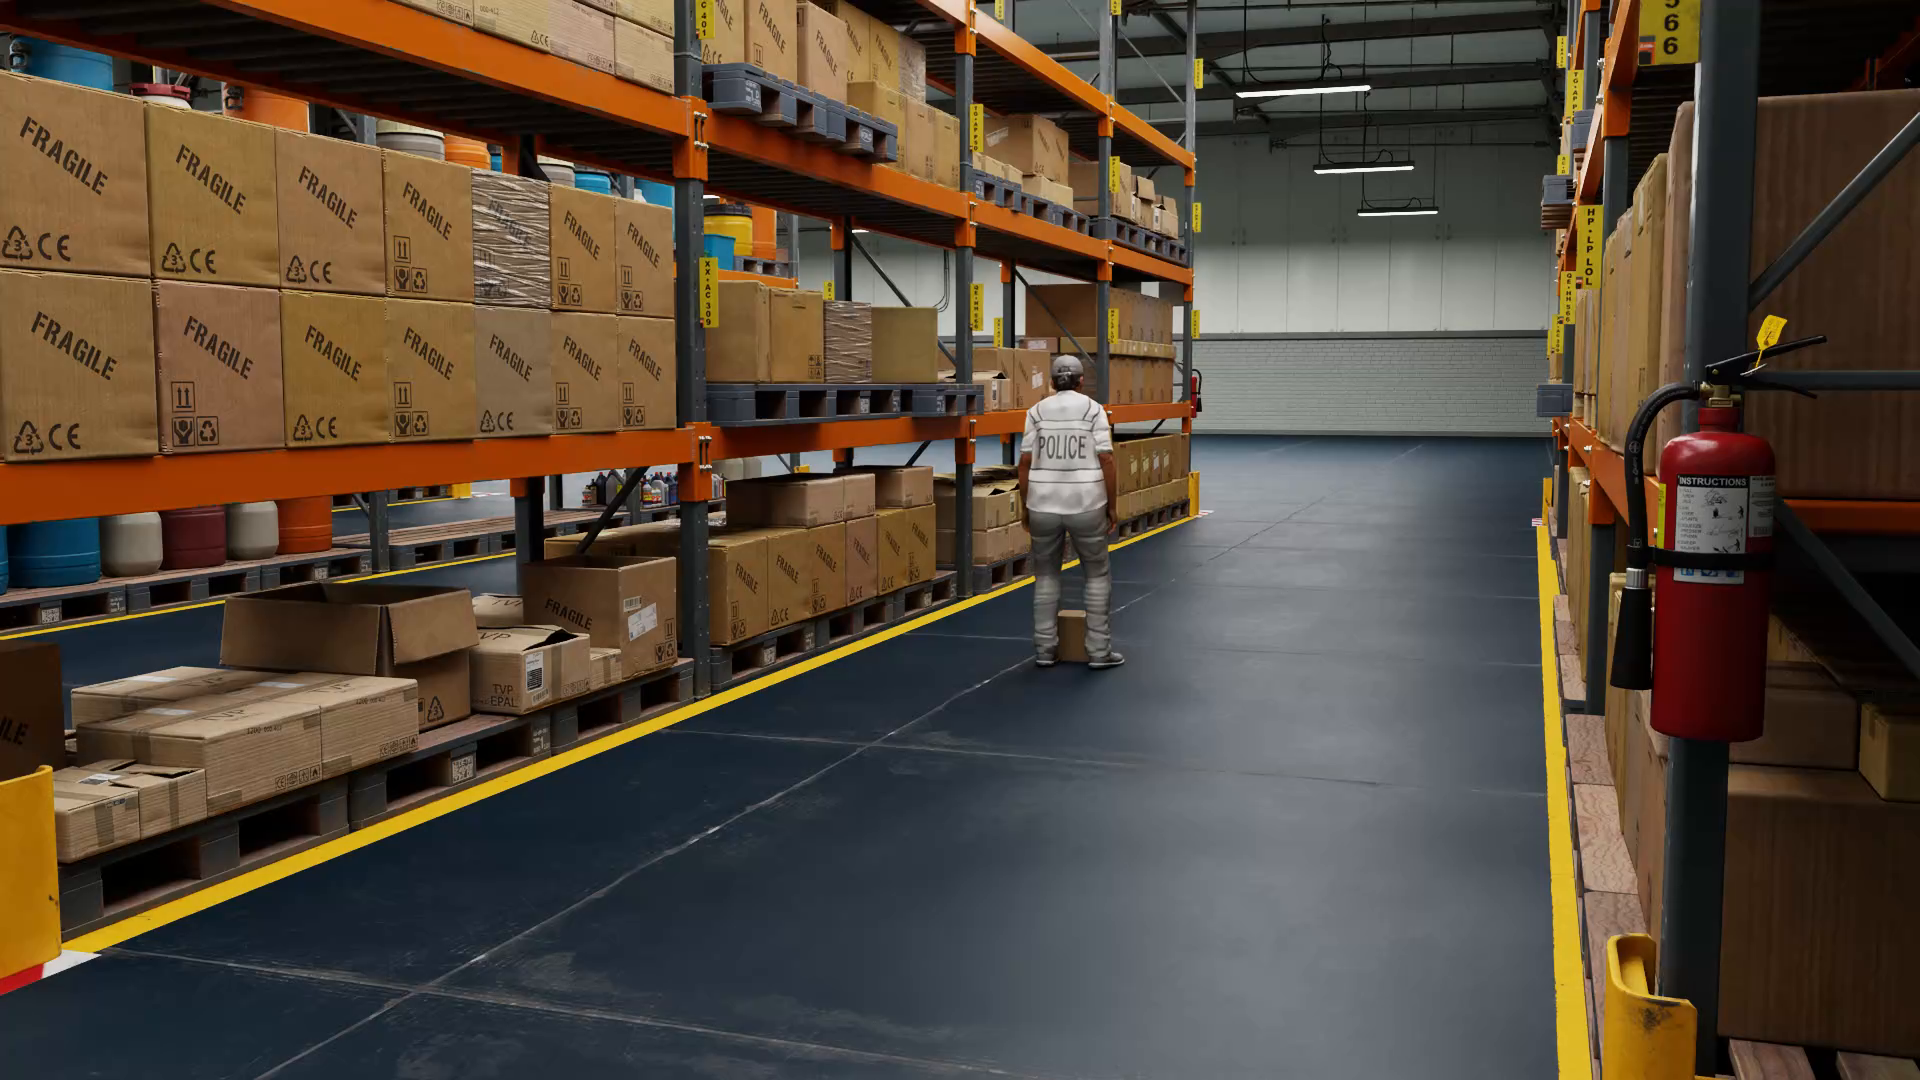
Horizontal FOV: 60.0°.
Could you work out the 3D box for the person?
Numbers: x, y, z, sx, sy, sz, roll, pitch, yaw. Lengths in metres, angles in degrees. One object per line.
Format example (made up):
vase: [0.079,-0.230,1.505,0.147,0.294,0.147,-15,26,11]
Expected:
person: [0.583,-0.190,8.895,0.532,1.601,0.467,2,6,17]
